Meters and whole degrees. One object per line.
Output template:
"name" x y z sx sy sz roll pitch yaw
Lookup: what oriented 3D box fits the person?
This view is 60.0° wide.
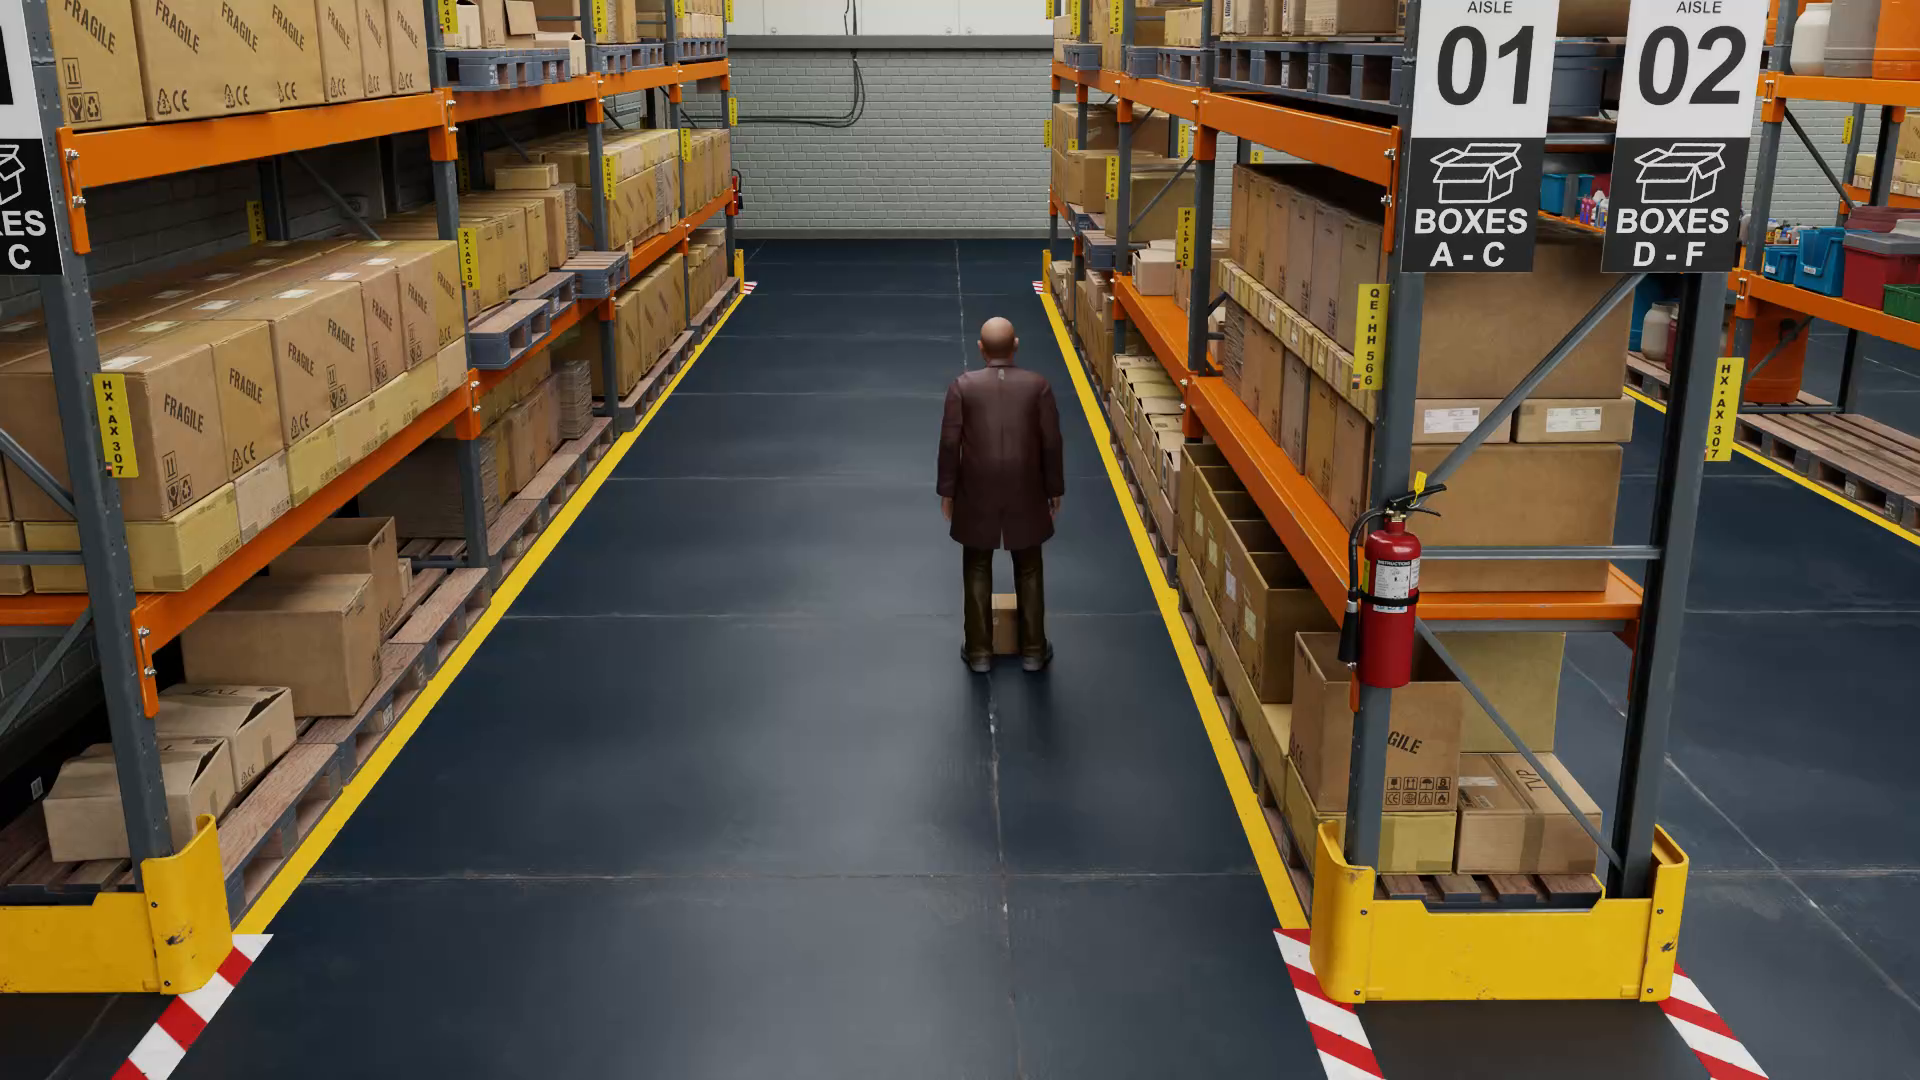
"person" 0.203 -0.220 8.293 0.643 1.774 0.423 0 17 0
